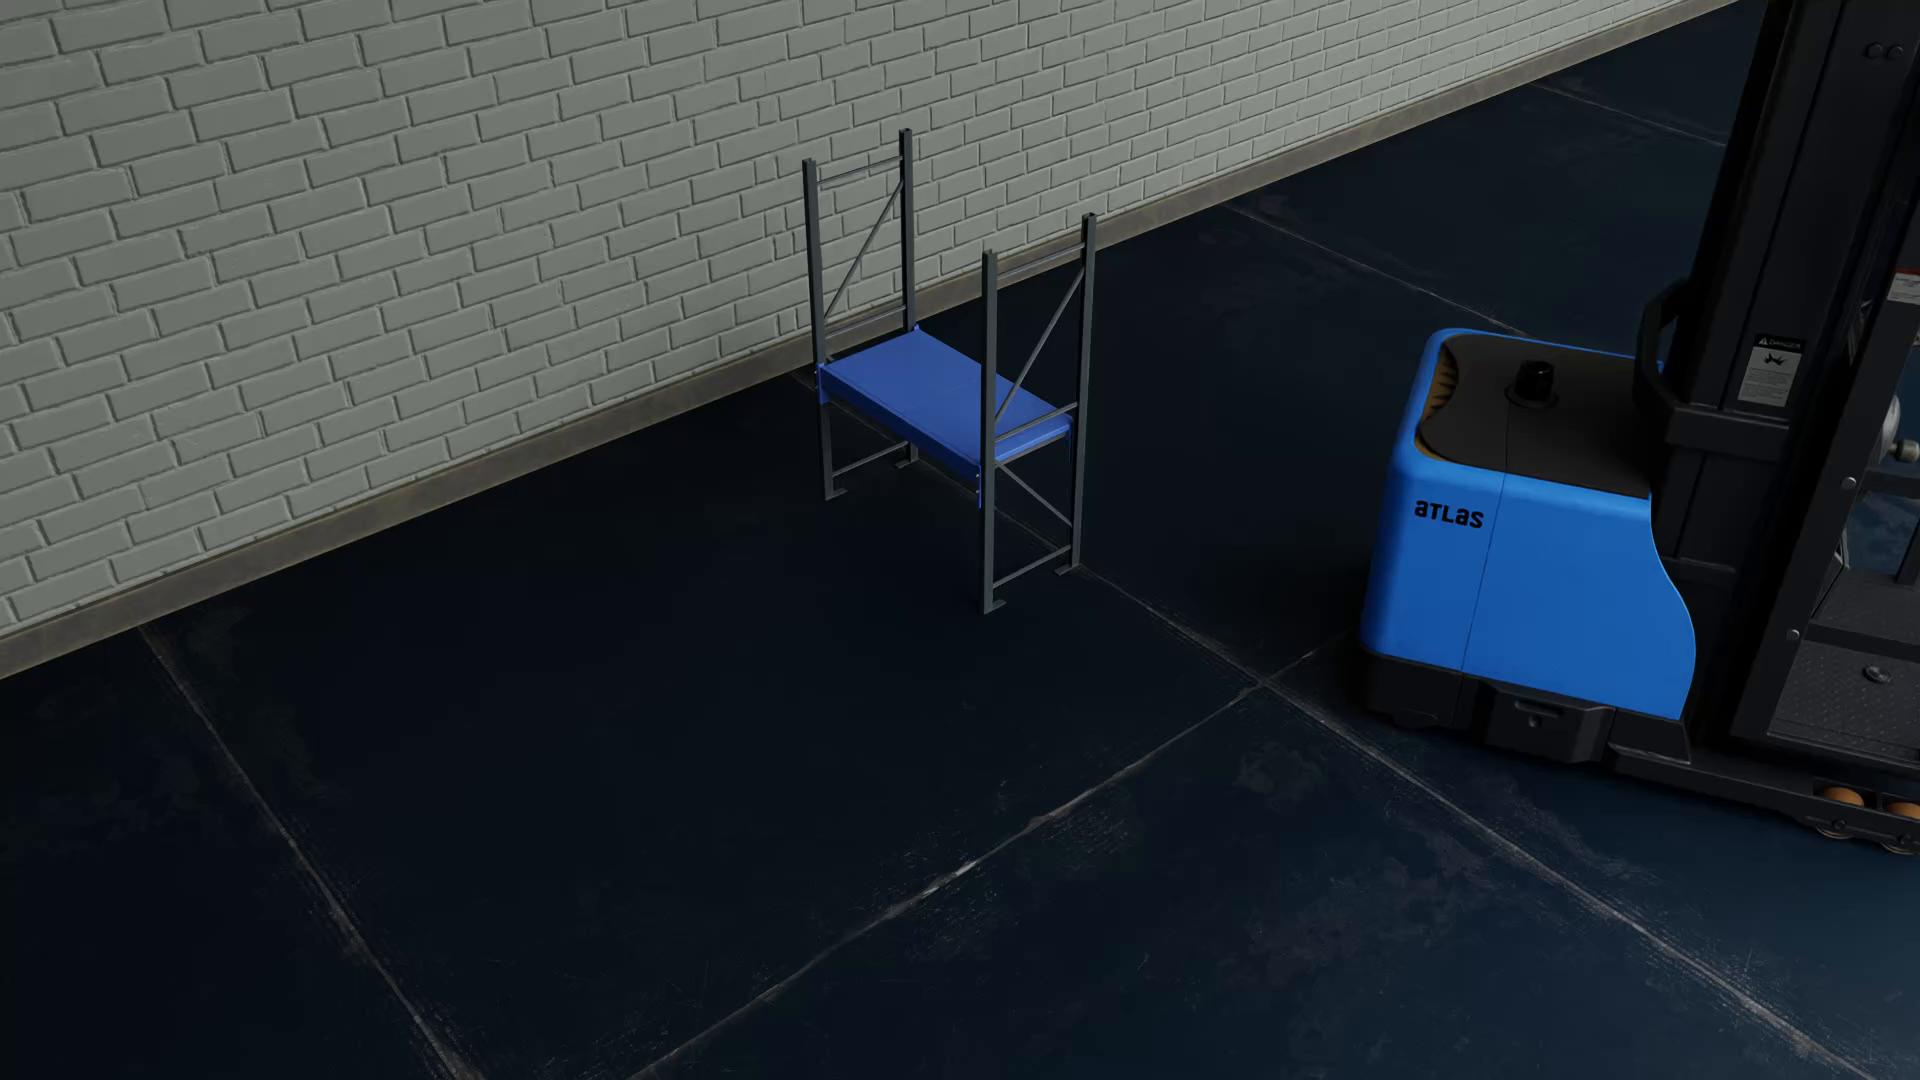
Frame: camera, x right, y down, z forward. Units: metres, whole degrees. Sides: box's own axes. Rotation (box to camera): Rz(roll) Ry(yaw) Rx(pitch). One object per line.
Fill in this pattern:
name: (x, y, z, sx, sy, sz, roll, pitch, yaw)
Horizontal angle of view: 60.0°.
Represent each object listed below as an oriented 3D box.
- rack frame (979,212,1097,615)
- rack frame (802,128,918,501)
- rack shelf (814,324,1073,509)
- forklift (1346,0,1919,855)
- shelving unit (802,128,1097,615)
rack frame: (0.273, -0.425, 6.053, 0.500, 1.500, 0.032, -26, 43, -32)
rack frame: (-0.383, -0.874, 6.687, 0.500, 1.500, 0.032, -26, 43, -32)
rack shelf: (-0.055, -0.503, 6.474, 0.538, 0.185, 1.000, -26, 43, -32)
forklift: (2.934, -0.538, 4.974, 3.031, 2.935, 1.130, 12, 37, 17)
shelving unit: (-0.055, -0.650, 6.370, 0.538, 1.500, 1.048, -26, 43, -32)
